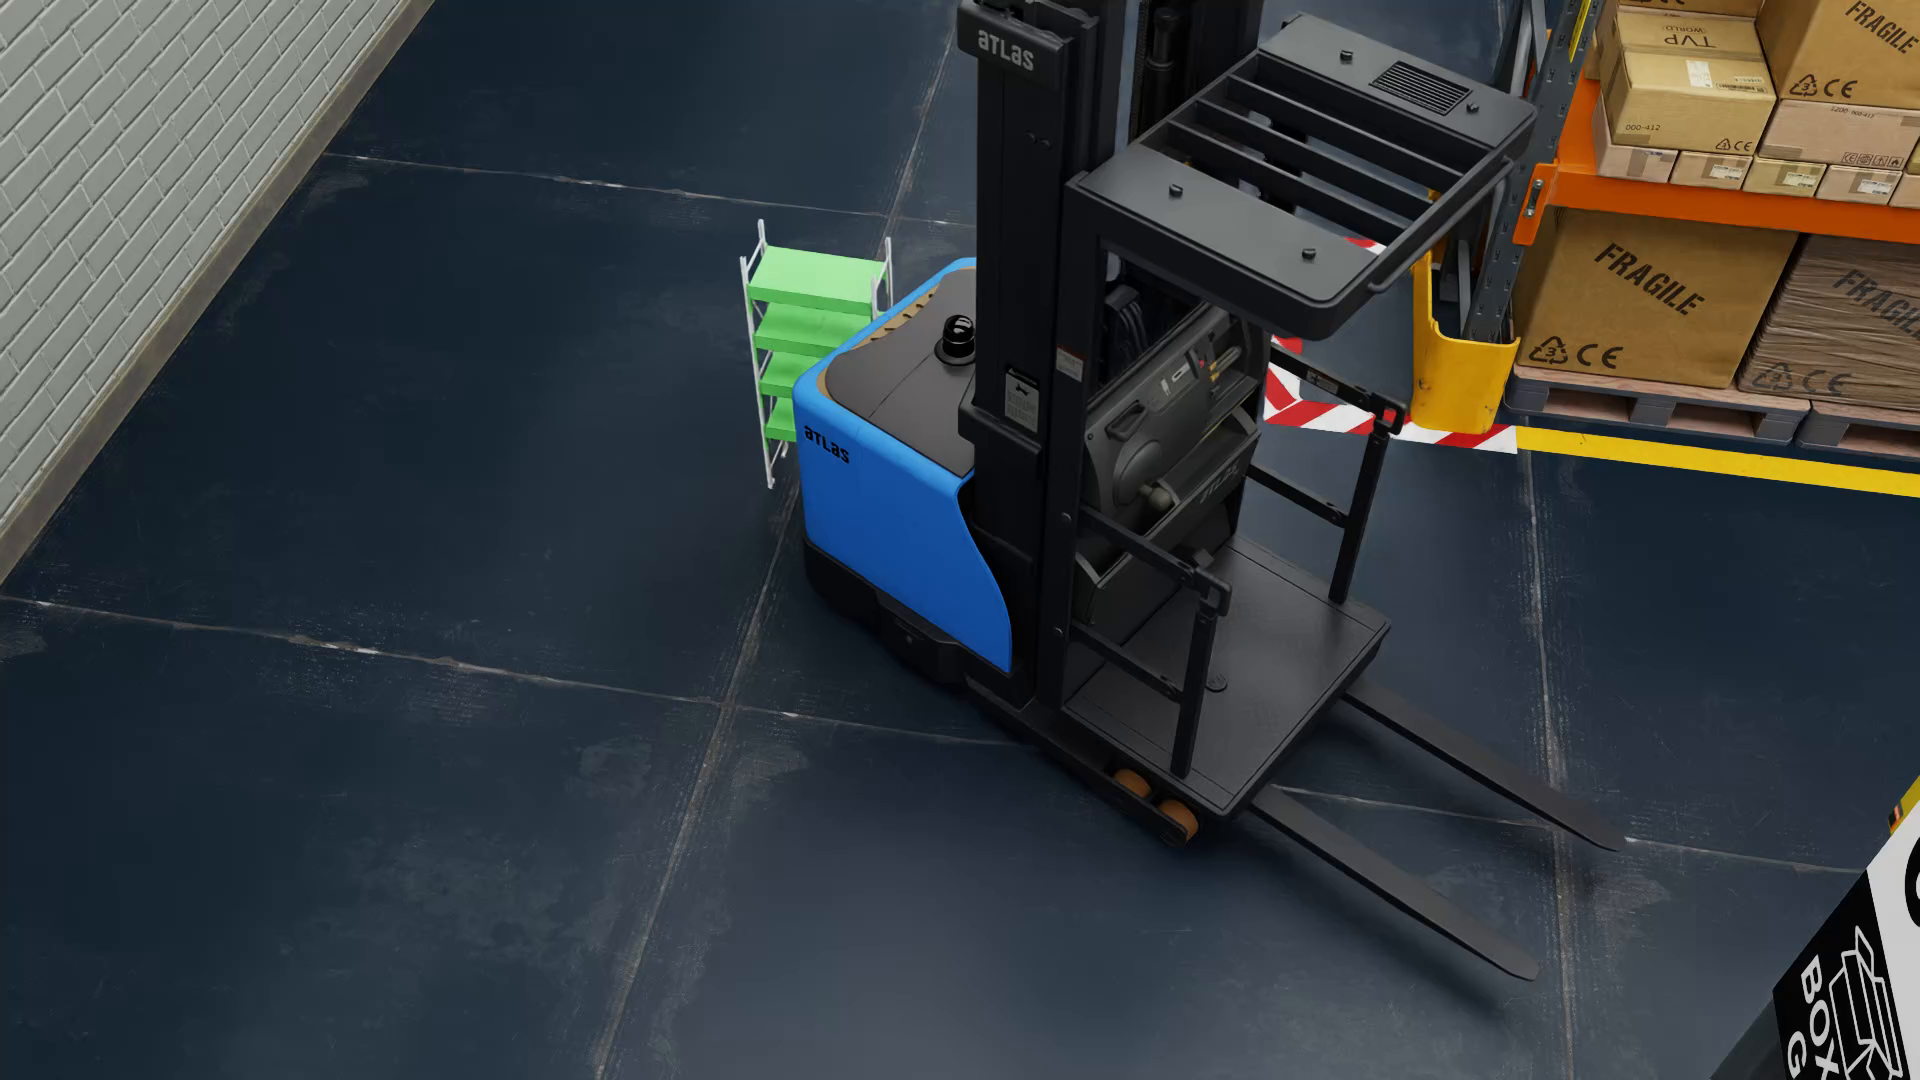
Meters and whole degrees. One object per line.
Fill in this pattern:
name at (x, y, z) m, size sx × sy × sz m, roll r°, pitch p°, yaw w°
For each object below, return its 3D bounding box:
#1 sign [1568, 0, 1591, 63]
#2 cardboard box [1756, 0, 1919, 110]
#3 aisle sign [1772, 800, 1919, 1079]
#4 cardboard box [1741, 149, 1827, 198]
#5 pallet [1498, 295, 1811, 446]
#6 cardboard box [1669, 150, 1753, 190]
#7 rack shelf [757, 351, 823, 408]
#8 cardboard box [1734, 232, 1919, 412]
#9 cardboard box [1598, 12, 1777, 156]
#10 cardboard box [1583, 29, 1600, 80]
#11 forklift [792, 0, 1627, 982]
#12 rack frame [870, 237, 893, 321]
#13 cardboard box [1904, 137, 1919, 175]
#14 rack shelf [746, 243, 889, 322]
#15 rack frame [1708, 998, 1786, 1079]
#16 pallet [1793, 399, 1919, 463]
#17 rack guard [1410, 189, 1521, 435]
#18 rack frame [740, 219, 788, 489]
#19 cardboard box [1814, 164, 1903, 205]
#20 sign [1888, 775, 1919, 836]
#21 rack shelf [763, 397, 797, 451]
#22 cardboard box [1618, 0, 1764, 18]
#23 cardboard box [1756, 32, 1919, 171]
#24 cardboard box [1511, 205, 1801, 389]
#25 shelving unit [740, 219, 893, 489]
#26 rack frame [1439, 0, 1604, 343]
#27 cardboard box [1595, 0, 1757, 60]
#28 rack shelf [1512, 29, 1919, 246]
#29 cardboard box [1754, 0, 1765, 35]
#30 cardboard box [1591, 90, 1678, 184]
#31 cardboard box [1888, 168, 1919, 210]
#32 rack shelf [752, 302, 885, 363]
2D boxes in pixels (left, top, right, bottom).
sign at (2.132, -1.803, 5.690) m, size 0.005 × 0.325 × 0.100 m, roll 8°, pitch 49°, yaw 7°
cardboard box at (3.153, -1.865, 5.778) m, size 0.500 × 0.500 × 0.500 m, roll 7°, pitch 48°, yaw 6°
aisle sign at (1.337, 0.640, 2.383) m, size 0.004 × 0.787 × 0.394 m, roll 8°, pitch 49°, yaw 7°
cardboard box at (3.032, -1.454, 6.180) m, size 0.250 × 0.149 × 0.380 m, roll 7°, pitch 48°, yaw 6°
pallet at (3.037, -0.912, 7.400) m, size 1.213 × 0.211 × 1.003 m, roll 8°, pitch 49°, yaw 7°
cardboard box at (2.780, -1.487, 6.211) m, size 0.250 × 0.149 × 0.380 m, roll 7°, pitch 48°, yaw 6°
rack shelf at (-0.526, -0.621, 6.559) m, size 0.480 × 0.148 × 0.258 m, roll 9°, pitch 49°, yaw 8°
cardboard box at (3.776, -1.176, 6.908) m, size 0.875 × 0.875 × 0.875 m, roll 8°, pitch 49°, yaw 7°
cardboard box at (2.661, -1.681, 6.116) m, size 0.500 × 0.250 × 0.500 m, roll 7°, pitch 48°, yaw 6°
cardboard box at (2.645, -2.002, 6.674) m, size 0.250 × 0.149 × 0.380 m, roll 9°, pitch 49°, yaw 8°
forklift at (0.848, -0.371, 5.084) m, size 3.031 × 2.935 × 1.130 m, roll 32°, pitch 56°, yaw 26°
rack frame at (-0.288, -0.624, 6.476) m, size 0.015 × 1.200 × 0.240 m, roll 9°, pitch 49°, yaw 8°
cardboard box at (3.667, -1.548, 5.997) m, size 0.500 × 0.250 × 0.500 m, roll 6°, pitch 48°, yaw 6°
rack shelf at (-0.526, -0.942, 6.202) m, size 0.480 × 0.148 × 0.258 m, roll 9°, pitch 49°, yaw 8°
rack frame at (1.356, 1.731, 3.150) m, size 0.053 × 2.616 × 0.949 m, roll 8°, pitch 49°, yaw 7°
pallet at (4.234, -0.749, 7.253) m, size 1.213 × 0.211 × 1.003 m, roll 8°, pitch 49°, yaw 7°
rack guard at (2.213, -1.060, 7.339) m, size 0.348 × 0.500 × 1.175 m, roll 8°, pitch 49°, yaw 7°
rack frame at (-0.764, -0.703, 6.547) m, size 0.015 × 1.200 × 0.240 m, roll 9°, pitch 49°, yaw 8°
cardboard box at (3.288, -1.420, 6.150) m, size 0.250 × 0.149 × 0.380 m, roll 7°, pitch 48°, yaw 6°
sign at (1.437, 0.361, 2.435) m, size 0.005 × 0.325 × 0.100 m, roll 8°, pitch 49°, yaw 7°
rack shelf at (-0.526, -0.460, 6.738) m, size 0.480 × 0.148 × 0.258 m, roll 9°, pitch 49°, yaw 8°
cardboard box at (2.762, -2.320, 6.187) m, size 0.500 × 0.500 × 0.500 m, roll 8°, pitch 49°, yaw 7°
cardboard box at (3.173, -1.617, 6.059) m, size 0.500 × 0.250 × 0.500 m, roll 7°, pitch 48°, yaw 6°
cardboard box at (2.880, -1.297, 7.017) m, size 0.875 × 0.875 × 0.875 m, roll 8°, pitch 49°, yaw 7°
shelving unit at (-0.526, -0.664, 6.512) m, size 0.503 × 1.200 × 0.258 m, roll 9°, pitch 49°, yaw 8°
rack frame at (2.236, -1.893, 6.406) m, size 0.127 × 3.000 × 1.000 m, roll 8°, pitch 49°, yaw 7°
cardboard box at (2.760, -2.072, 6.468) m, size 0.500 × 0.250 × 0.500 m, roll 7°, pitch 48°, yaw 6°
rack shelf at (4.204, -1.387, 6.436) m, size 4.000 × 0.370 × 1.077 m, roll 8°, pitch 49°, yaw 7°
cardboard box at (3.259, -2.004, 6.407) m, size 0.500 × 0.250 × 0.500 m, roll 7°, pitch 48°, yaw 6°
cardboard box at (2.527, -1.520, 6.240) m, size 0.250 × 0.149 × 0.380 m, roll 8°, pitch 49°, yaw 7°
cardboard box at (3.538, -1.385, 6.119) m, size 0.250 × 0.149 × 0.380 m, roll 7°, pitch 48°, yaw 6°
rack shelf at (-0.526, -0.781, 6.381) m, size 0.480 × 0.148 × 0.258 m, roll 9°, pitch 49°, yaw 8°
